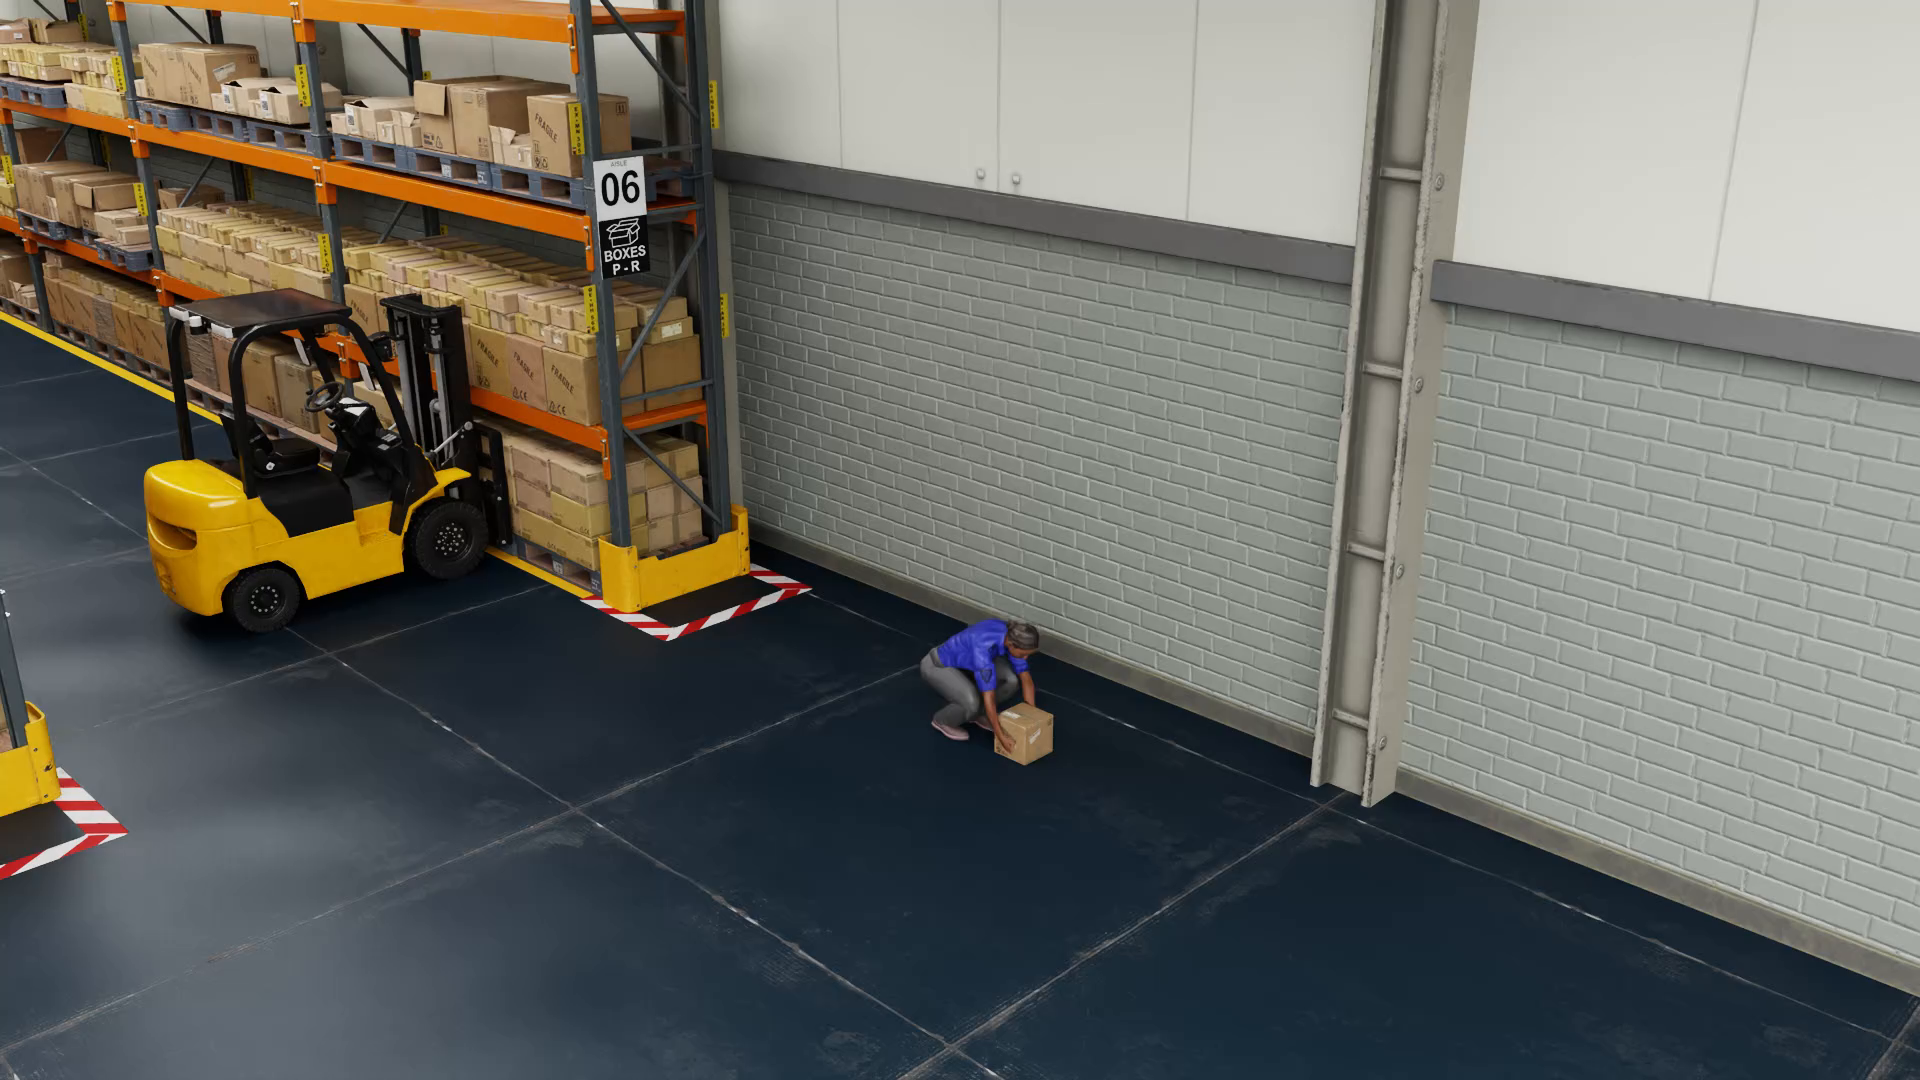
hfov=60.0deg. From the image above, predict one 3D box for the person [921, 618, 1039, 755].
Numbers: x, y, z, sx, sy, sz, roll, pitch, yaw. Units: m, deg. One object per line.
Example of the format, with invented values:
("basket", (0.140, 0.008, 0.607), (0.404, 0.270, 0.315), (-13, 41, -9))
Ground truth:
("person", (0.137, 0.820, 10.122), (0.816, 0.818, 0.479), (19, 28, 41))
